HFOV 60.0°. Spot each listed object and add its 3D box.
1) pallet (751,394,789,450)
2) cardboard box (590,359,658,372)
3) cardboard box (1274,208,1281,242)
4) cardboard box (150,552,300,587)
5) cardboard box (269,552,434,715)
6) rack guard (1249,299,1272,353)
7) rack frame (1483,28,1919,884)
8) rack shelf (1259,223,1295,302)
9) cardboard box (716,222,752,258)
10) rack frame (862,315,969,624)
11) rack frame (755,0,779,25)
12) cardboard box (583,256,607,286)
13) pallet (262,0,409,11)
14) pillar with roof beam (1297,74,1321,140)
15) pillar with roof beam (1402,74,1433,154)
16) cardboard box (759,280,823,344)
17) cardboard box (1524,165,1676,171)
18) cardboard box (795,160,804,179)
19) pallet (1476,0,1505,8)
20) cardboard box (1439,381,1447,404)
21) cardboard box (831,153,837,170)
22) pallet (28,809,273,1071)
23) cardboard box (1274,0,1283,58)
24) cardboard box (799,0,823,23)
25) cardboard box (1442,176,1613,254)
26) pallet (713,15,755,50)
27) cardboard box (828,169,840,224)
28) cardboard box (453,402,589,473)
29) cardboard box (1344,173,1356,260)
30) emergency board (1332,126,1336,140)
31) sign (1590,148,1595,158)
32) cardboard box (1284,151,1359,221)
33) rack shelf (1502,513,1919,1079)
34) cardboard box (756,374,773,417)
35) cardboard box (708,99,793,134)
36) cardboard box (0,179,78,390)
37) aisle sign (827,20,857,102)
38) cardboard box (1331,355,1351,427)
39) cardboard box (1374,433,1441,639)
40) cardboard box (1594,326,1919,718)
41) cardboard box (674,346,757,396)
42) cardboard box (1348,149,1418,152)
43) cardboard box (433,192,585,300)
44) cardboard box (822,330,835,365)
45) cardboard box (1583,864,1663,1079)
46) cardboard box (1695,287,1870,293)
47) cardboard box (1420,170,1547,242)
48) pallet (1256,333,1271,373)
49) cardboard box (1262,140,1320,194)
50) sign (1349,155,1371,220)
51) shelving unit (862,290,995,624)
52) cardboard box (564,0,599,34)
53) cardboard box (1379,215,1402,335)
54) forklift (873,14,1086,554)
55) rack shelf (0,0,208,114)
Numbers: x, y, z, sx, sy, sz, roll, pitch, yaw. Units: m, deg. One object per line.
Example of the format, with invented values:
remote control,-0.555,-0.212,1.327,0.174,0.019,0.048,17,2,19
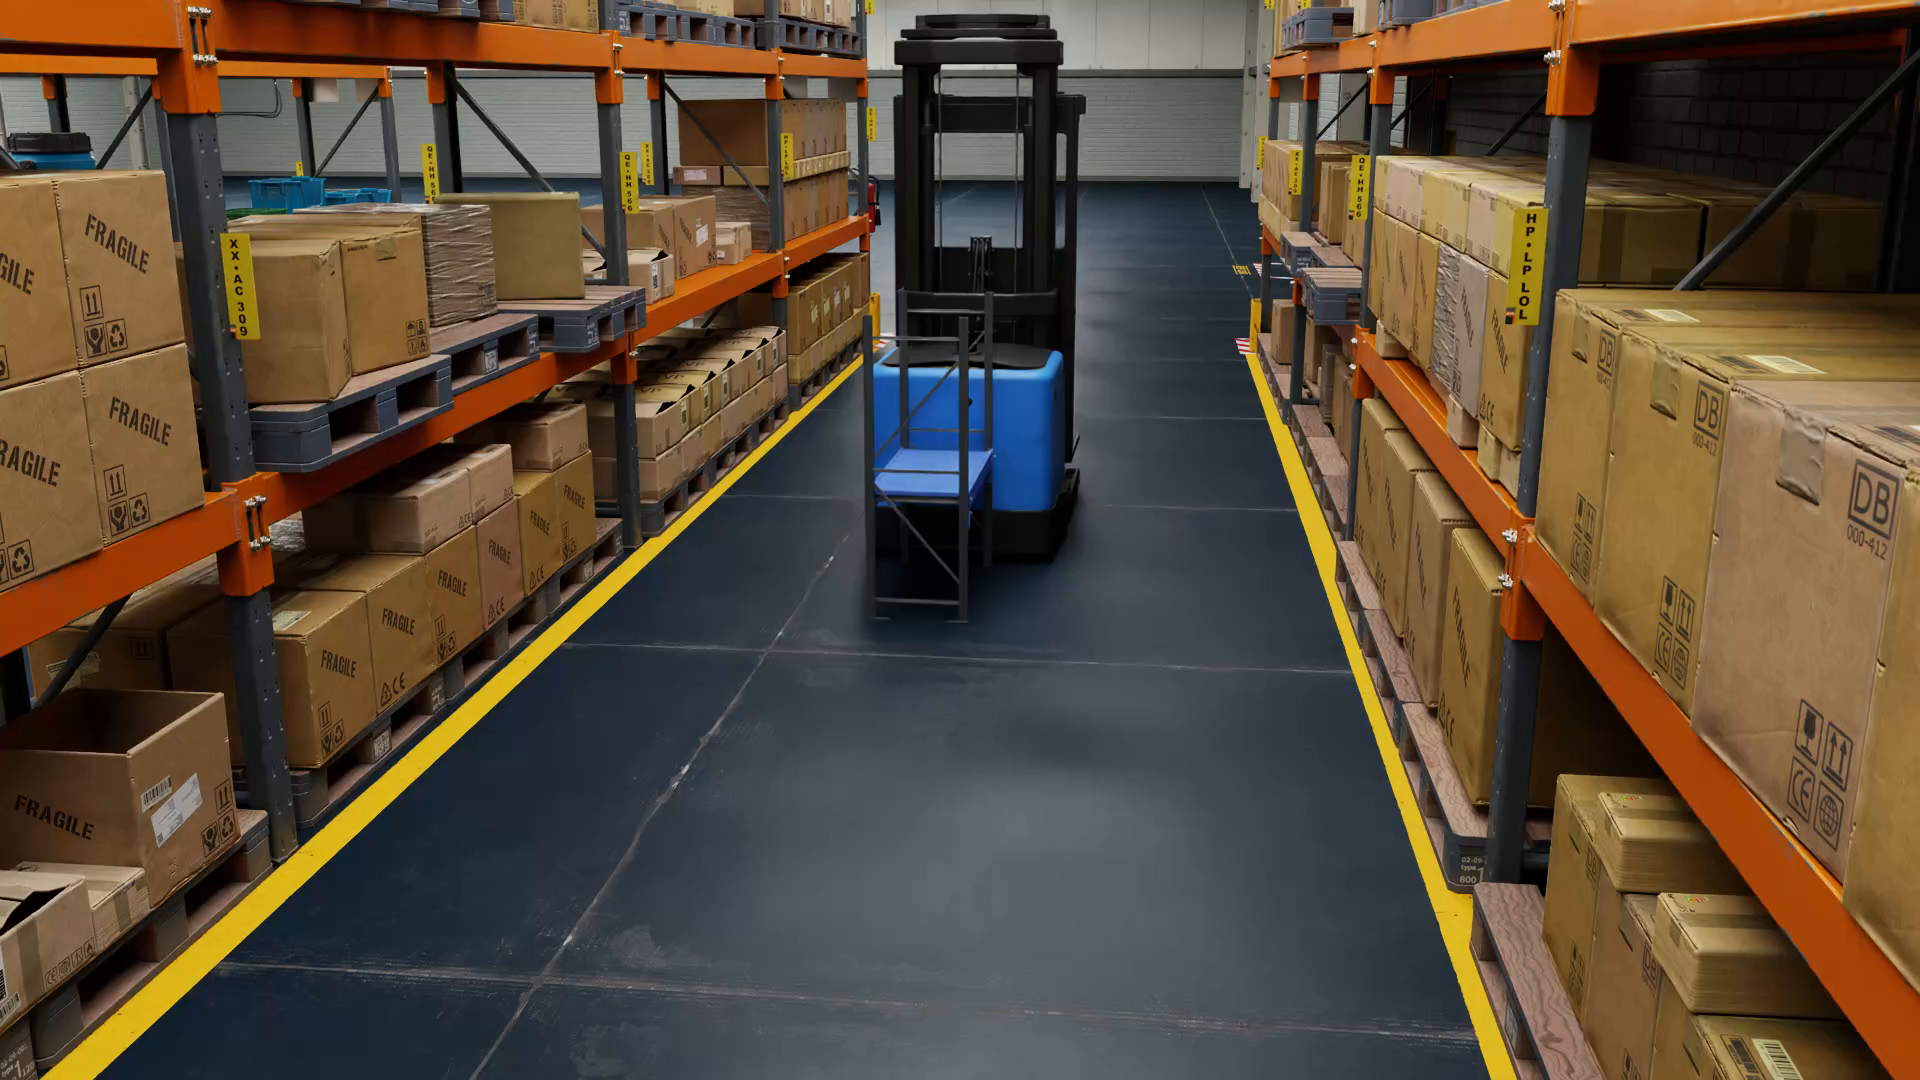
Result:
pallet,-1.920,-0.918,12.653,1.003,0.211,1.213,2,15,6
cardboard box,-2.342,-1.104,11.387,0.500,0.311,0.500,2,15,8
cardboard box,2.905,-2.640,13.929,0.500,0.250,0.500,2,15,6
cardboard box,-2.943,0.348,6.573,0.500,0.500,0.500,2,15,6
cardboard box,-2.432,0.356,6.546,0.500,0.500,0.500,2,15,7
rack guard,3.490,-2.123,16.554,1.175,0.500,0.348,2,15,6
rack frame,2.145,-0.237,4.790,1.000,3.000,0.127,2,15,6
rack shelf,3.273,-2.483,14.476,1.077,0.370,4.000,2,15,6
cardboard box,-1.887,-2.255,12.542,0.500,0.250,0.500,3,15,10
rack frame,-0.209,-0.323,7.985,0.500,1.500,0.032,2,15,7
rack frame,-1.875,-5.352,12.217,1.000,3.000,0.127,2,15,6
cardboard box,-2.242,-1.469,9.519,0.500,0.311,0.500,3,15,10
pallet,-2.635,-1.906,5.577,1.213,0.211,1.003,2,15,6
pillar with roof beam,1.356,-9.277,26.731,9.100,9.000,0.400,2,15,6
pillar with roof beam,0.002,-6.165,15.221,9.100,9.000,0.400,2,15,6
cardboard box,-1.463,-1.935,14.097,0.500,0.500,0.500,2,15,6
cardboard box,2.679,-1.445,7.023,0.500,0.250,0.500,1,15,5
cardboard box,-1.538,-3.147,14.119,0.380,0.149,0.250,1,15,4
pallet,2.199,-1.831,5.309,0.805,0.209,1.217,1,15,4
cardboard box,2.130,-0.618,6.643,0.380,0.149,0.250,2,15,8
cardboard box,-1.365,-3.551,15.614,0.380,0.149,0.250,2,15,7
pallet,-2.856,1.143,5.032,1.003,0.211,1.213,2,15,6
cardboard box,3.116,-4.637,15.089,0.500,0.500,0.500,3,15,10
cardboard box,-1.564,-4.648,14.088,0.797,0.503,0.637,3,16,12
cardboard box,2.068,-1.193,6.093,0.500,0.250,0.500,2,15,7
pallet,-1.962,-3.583,11.786,0.805,0.209,1.217,1,15,4
cardboard box,-1.544,-3.285,15.873,0.700,0.500,0.500,2,15,8
cardboard box,-2.201,-0.522,8.357,0.500,0.250,0.500,2,15,8
cardboard box,2.757,-1.981,10.206,0.700,0.500,0.500,2,15,6
emergency board,5.273,-5.338,23.656,0.194,1.169,0.643,2,15,6
sign,3.148,-1.817,8.419,0.100,0.325,0.005,2,15,6
cardboard box,2.793,-2.742,12.870,0.500,0.500,0.500,2,15,6
rack shelf,1.919,0.629,2.966,1.077,0.370,4.000,2,15,6
cardboard box,-1.693,-1.085,12.390,0.500,0.250,0.500,1,15,5
cardboard box,-1.776,-3.377,13.729,0.700,0.500,0.500,2,15,6
cardboard box,-2.633,-0.641,4.178,0.500,0.500,0.500,1,15,5
aisle sign,-1.125,-4.757,16.528,0.394,0.787,0.004,2,15,6
cardboard box,2.972,-0.990,11.524,0.700,0.500,0.500,1,15,5
cardboard box,2.277,-0.025,7.322,0.750,0.750,0.750,2,15,6
cardboard box,1.979,-0.052,3.533,0.980,0.700,0.700,1,15,5
cardboard box,-1.747,-1.225,11.833,0.500,0.311,0.500,2,15,6
cardboard box,3.370,-2.861,13.307,0.500,0.500,0.500,2,15,6
cardboard box,-2.286,-1.503,8.479,0.700,0.500,0.500,-3,16,-13
cardboard box,-1.399,-1.702,14.674,0.500,0.250,0.500,2,15,6
cardboard box,1.898,1.088,3.874,0.700,0.500,0.500,2,15,6
cardboard box,2.447,-0.550,5.150,0.500,0.500,0.500,1,15,4
cardboard box,2.125,-1.326,6.581,0.500,0.250,0.500,1,15,5
pallet,3.363,-1.773,15.816,1.003,0.211,1.213,2,15,6
cardboard box,3.146,-3.533,15.794,0.500,0.500,0.500,2,15,6
sign,2.056,-1.808,8.536,0.100,0.325,0.005,2,15,6
shelving unit,-0.142,-0.455,8.471,0.538,1.500,1.048,2,15,7
cardboard box,-2.342,-2.801,8.336,0.910,0.500,0.500,2,15,6
cardboard box,2.218,-1.222,7.633,0.500,0.500,0.500,2,15,8
forklift,0.186,-1.675,10.242,1.130,2.935,3.031,2,15,7
rack shelf,-3.004,-0.964,3.111,1.077,0.370,4.000,2,15,6
